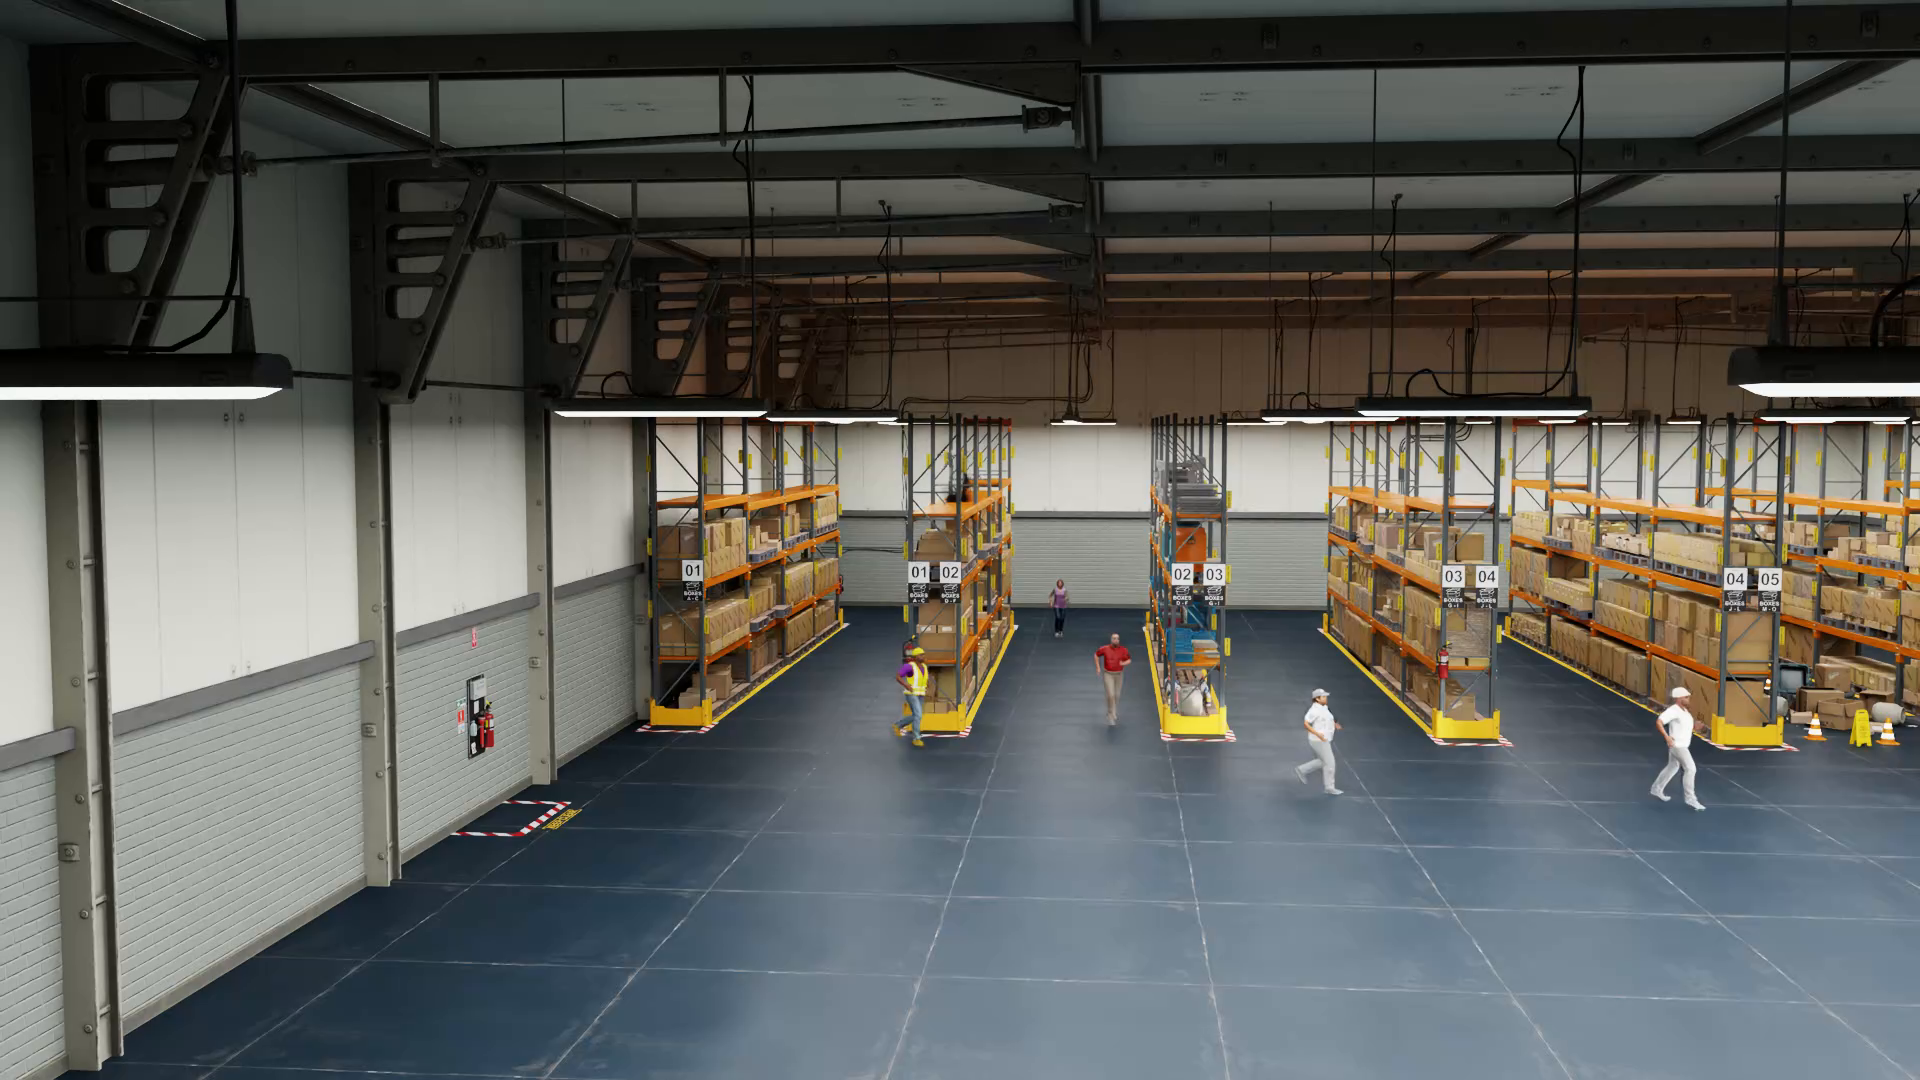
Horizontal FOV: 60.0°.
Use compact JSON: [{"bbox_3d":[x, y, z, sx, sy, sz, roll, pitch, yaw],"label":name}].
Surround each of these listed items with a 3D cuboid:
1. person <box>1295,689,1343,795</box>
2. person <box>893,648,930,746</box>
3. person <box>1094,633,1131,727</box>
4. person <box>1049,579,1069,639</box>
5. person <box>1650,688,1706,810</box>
[{"bbox_3d":[5.633,3.147,26.106,0.813,1.633,0.620,2,4,28],"label":"person"},{"bbox_3d":[-0.833,2.834,30.336,0.837,1.749,0.744,3,5,41],"label":"person"},{"bbox_3d":[2.984,2.689,32.240,0.652,1.784,0.772,-1,4,-14],"label":"person"},{"bbox_3d":[2.712,1.883,45.339,0.507,1.605,0.685,0,4,-6],"label":"person"},{"bbox_3d":[10.876,3.128,25.137,0.808,1.806,0.693,2,5,32],"label":"person"}]
